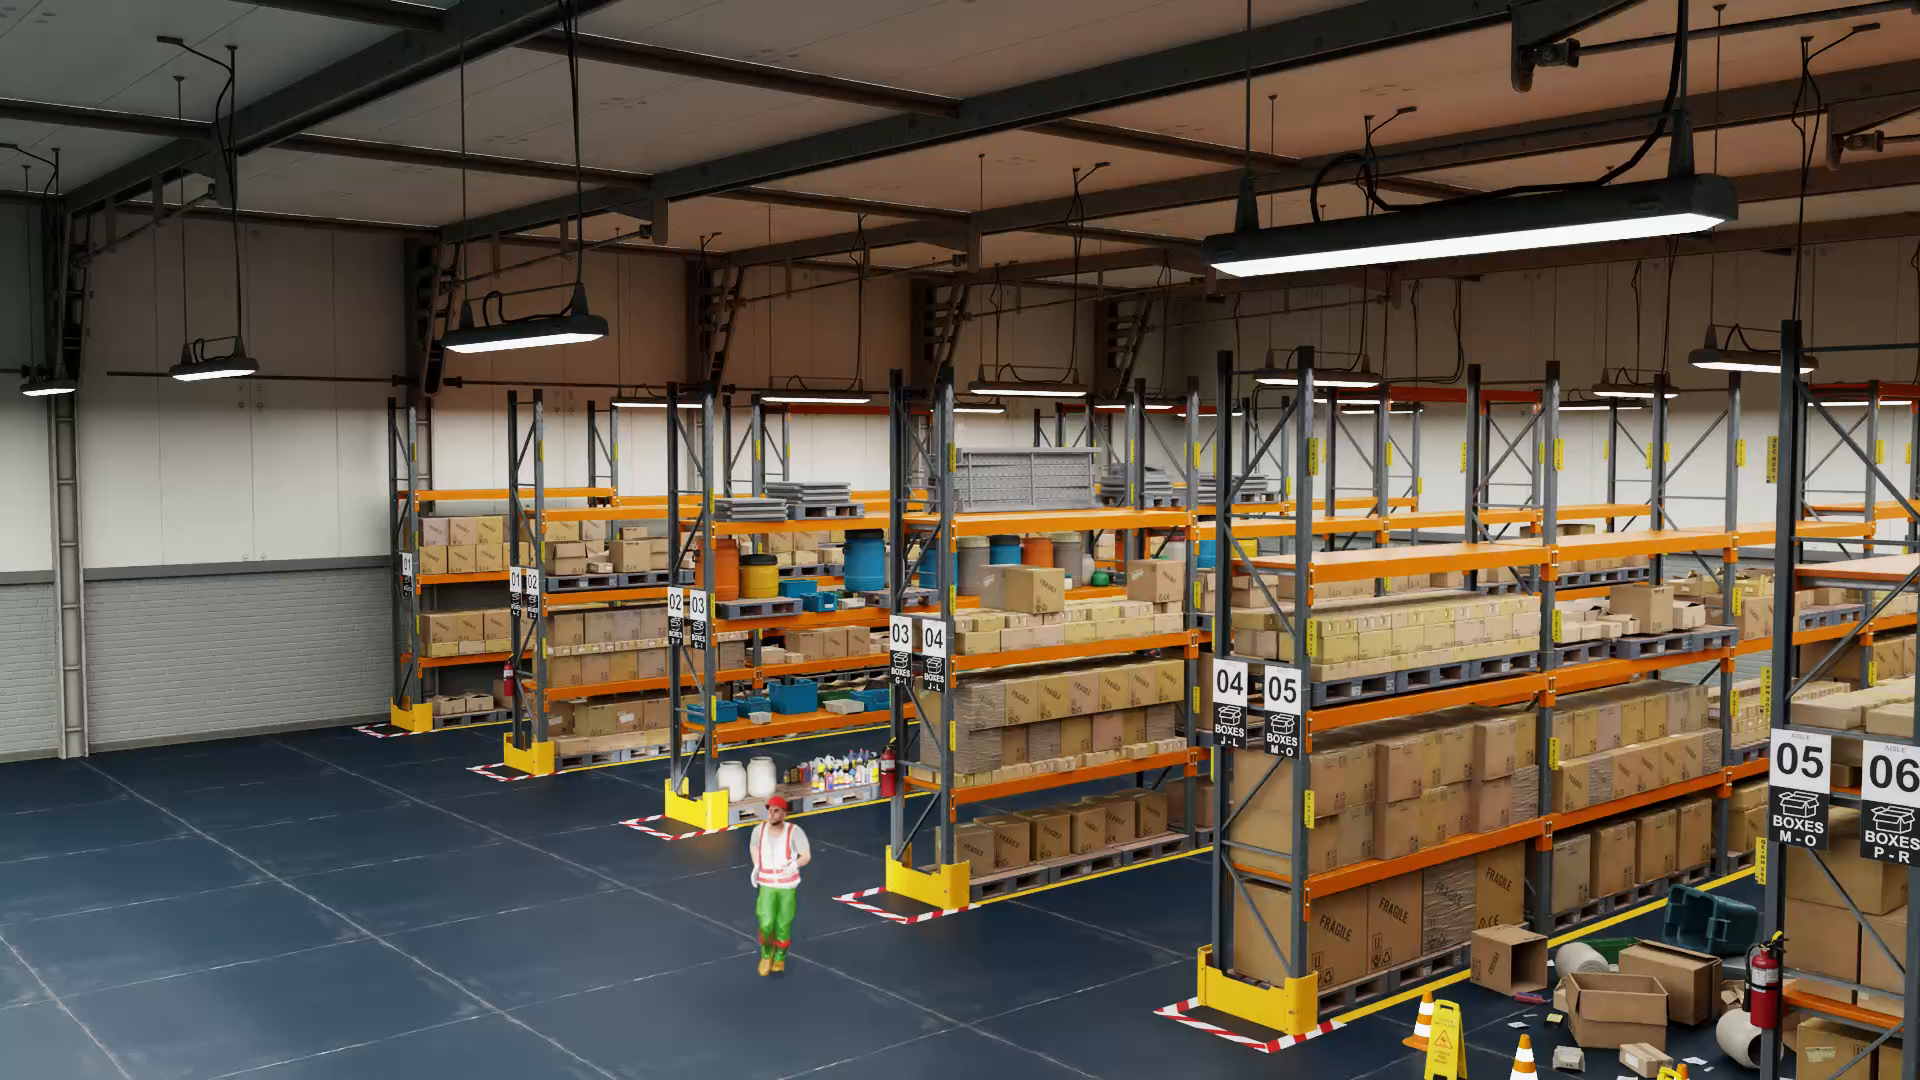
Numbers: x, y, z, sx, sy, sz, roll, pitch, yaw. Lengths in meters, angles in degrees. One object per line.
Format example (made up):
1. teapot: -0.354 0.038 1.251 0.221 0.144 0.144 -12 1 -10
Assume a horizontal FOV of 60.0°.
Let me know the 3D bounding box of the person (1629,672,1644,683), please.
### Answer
1. person: 10.441 2.805 25.716 0.612 1.675 0.886 3 5 43

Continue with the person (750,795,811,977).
1. person: -1.752 3.344 16.002 0.624 1.770 0.667 0 3 3
